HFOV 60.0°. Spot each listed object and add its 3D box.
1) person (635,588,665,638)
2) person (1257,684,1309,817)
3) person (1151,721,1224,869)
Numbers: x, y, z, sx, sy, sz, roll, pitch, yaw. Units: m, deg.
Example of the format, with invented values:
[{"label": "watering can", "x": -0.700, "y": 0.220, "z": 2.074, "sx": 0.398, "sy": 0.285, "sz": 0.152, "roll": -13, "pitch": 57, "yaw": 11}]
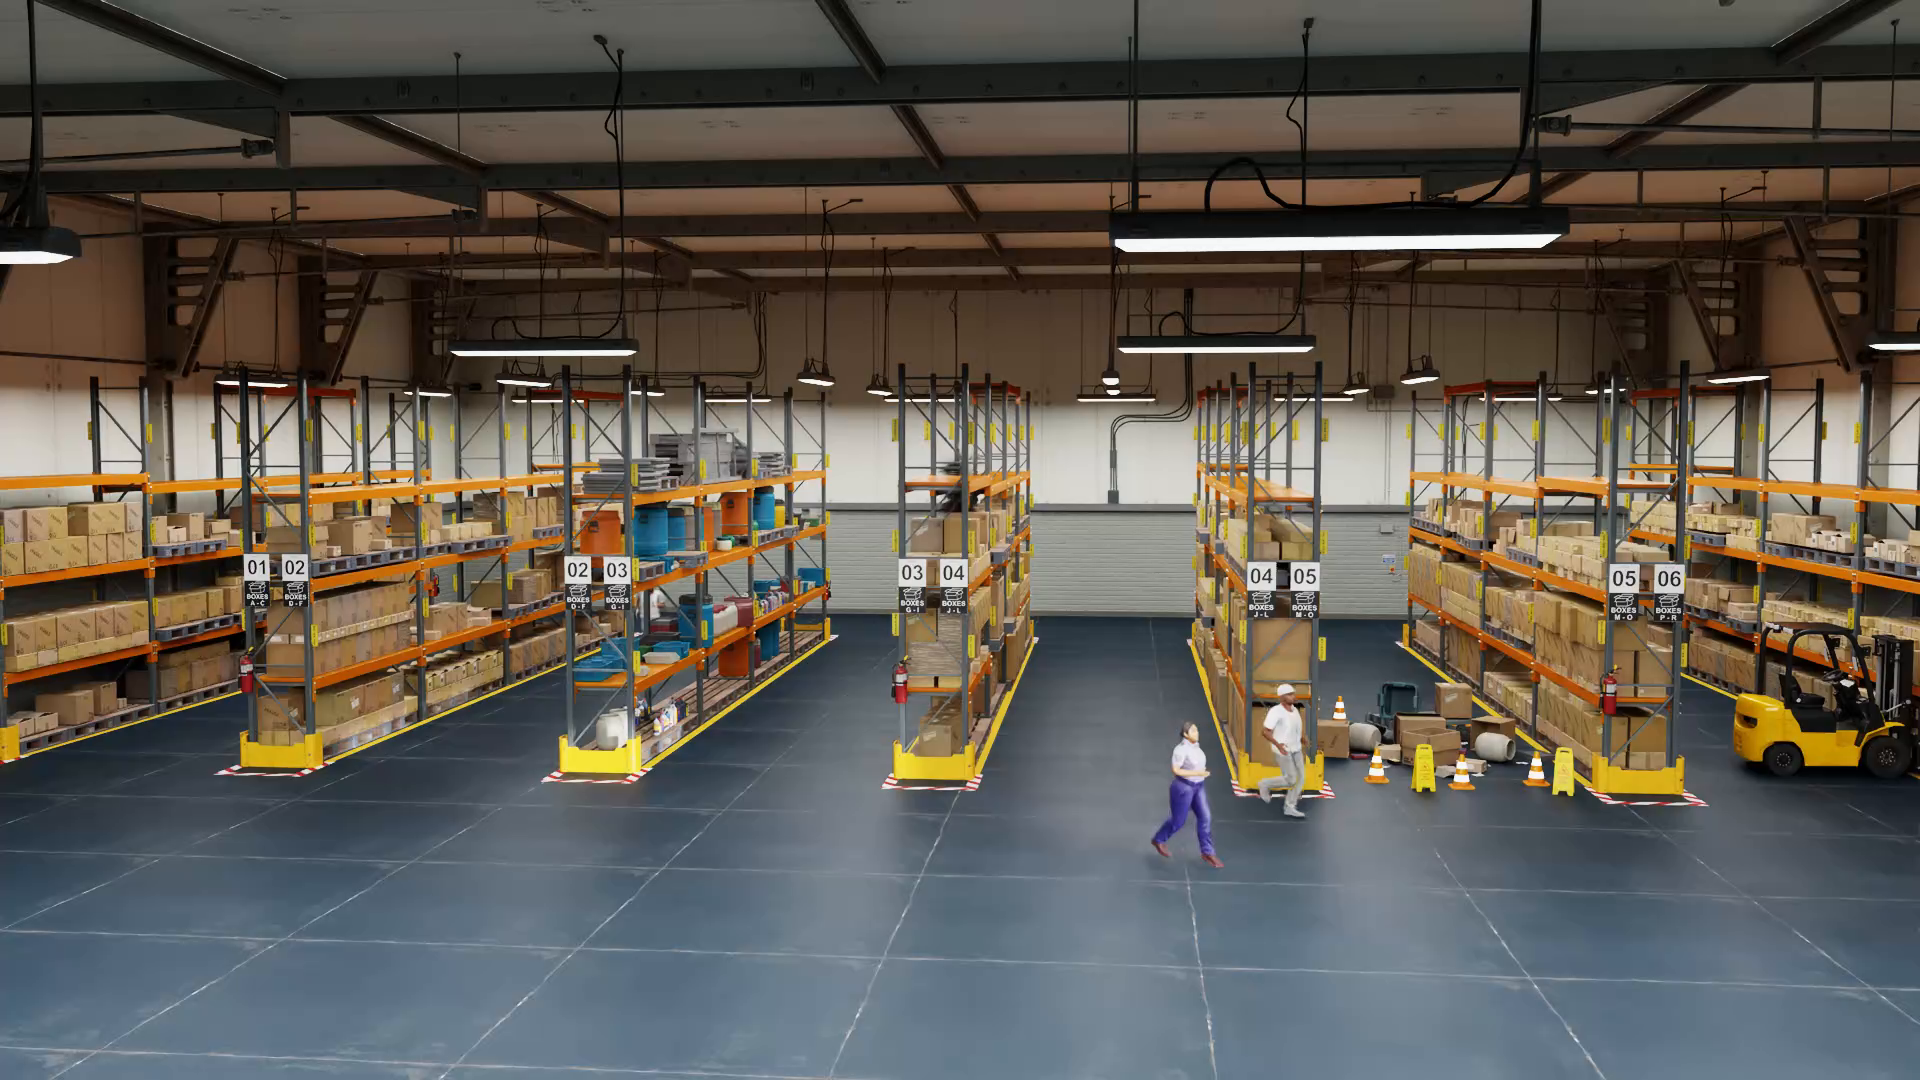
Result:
[{"label": "person", "x": -6.825, "y": 1.730, "z": 36.653, "sx": 0.674, "sy": 1.802, "sz": 0.957, "roll": 0, "pitch": 4, "yaw": -6}, {"label": "person", "x": 4.253, "y": 2.744, "z": 21.807, "sx": 0.703, "sy": 1.726, "sz": 0.672, "roll": -3, "pitch": 5, "yaw": -43}, {"label": "person", "x": 2.623, "y": 2.941, "z": 19.289, "sx": 0.905, "sy": 1.647, "sz": 0.606, "roll": 3, "pitch": 5, "yaw": 42}]
